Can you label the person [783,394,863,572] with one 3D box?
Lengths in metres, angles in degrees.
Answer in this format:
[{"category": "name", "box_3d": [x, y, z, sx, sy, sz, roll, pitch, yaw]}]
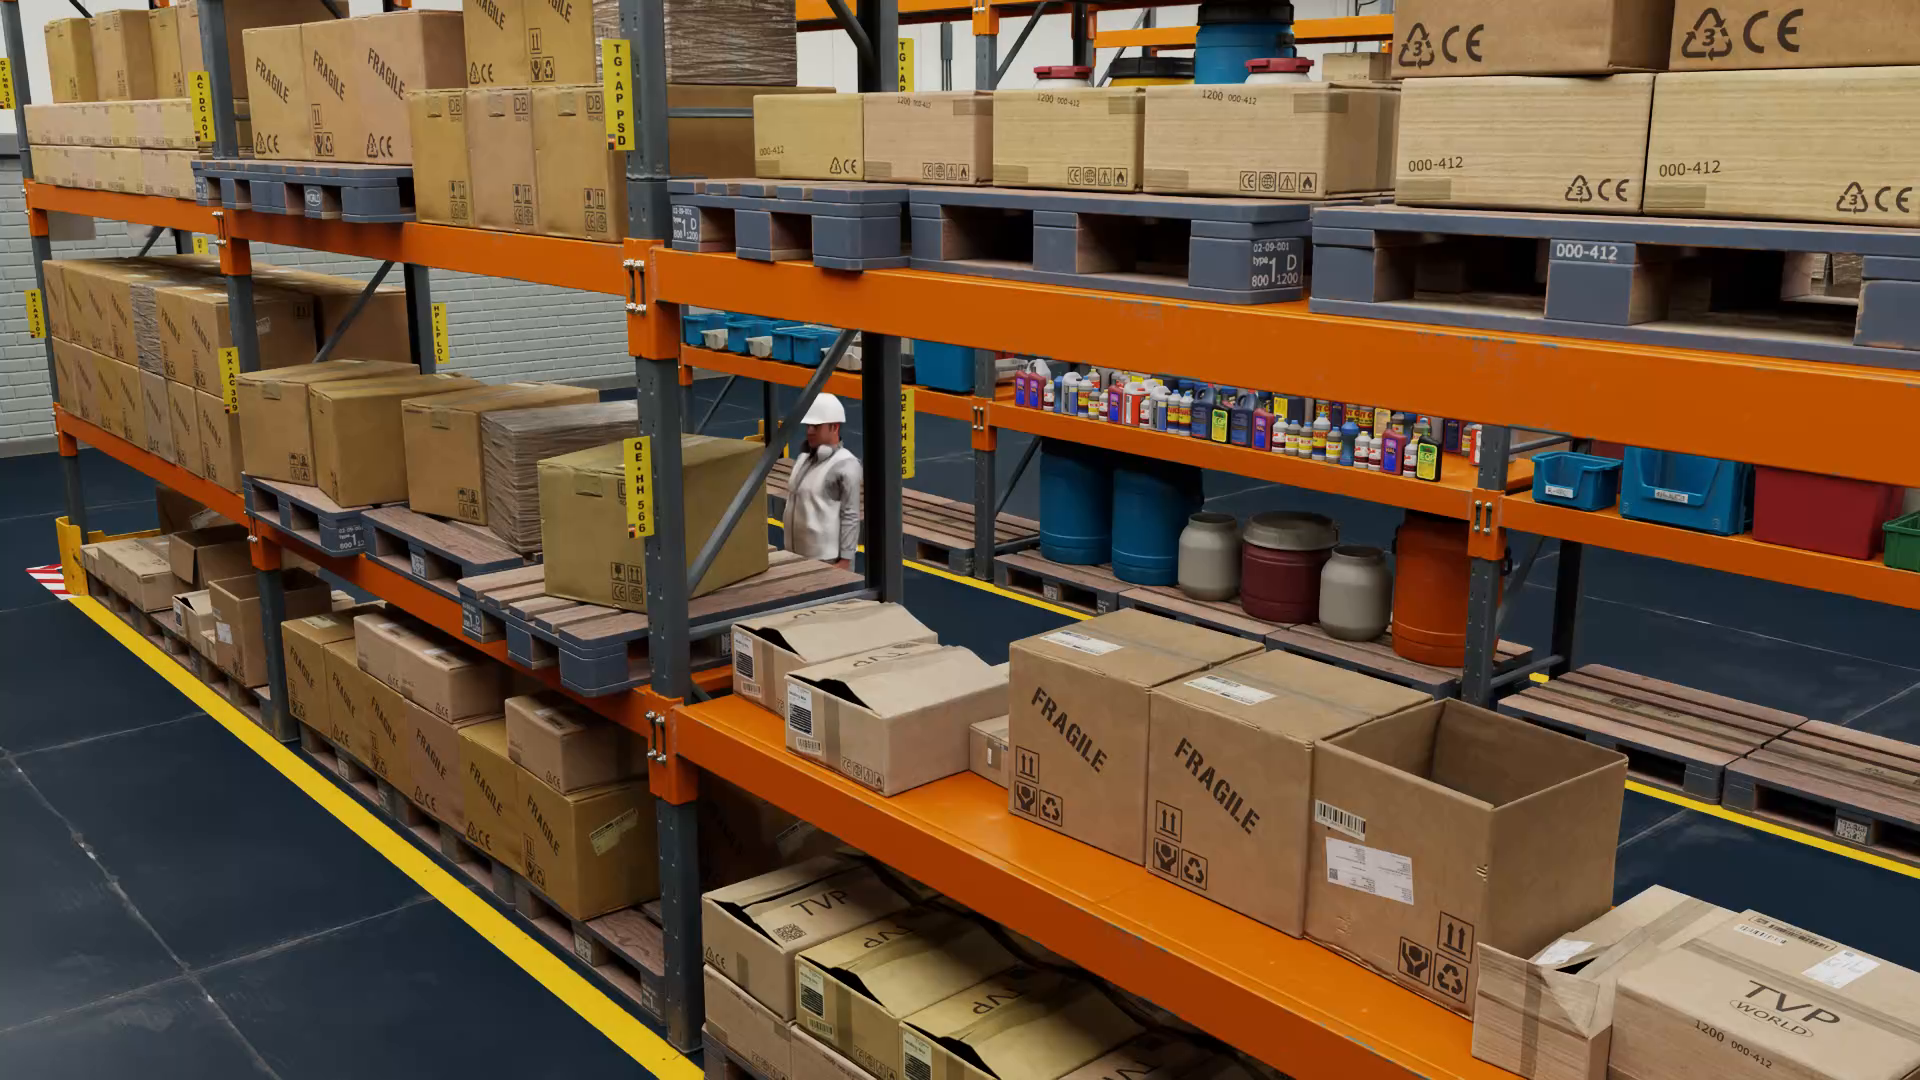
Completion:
[{"category": "person", "box_3d": [-0.761, 0.086, 9.113, 0.375, 1.780, 0.536, -11, 18, -38]}]
